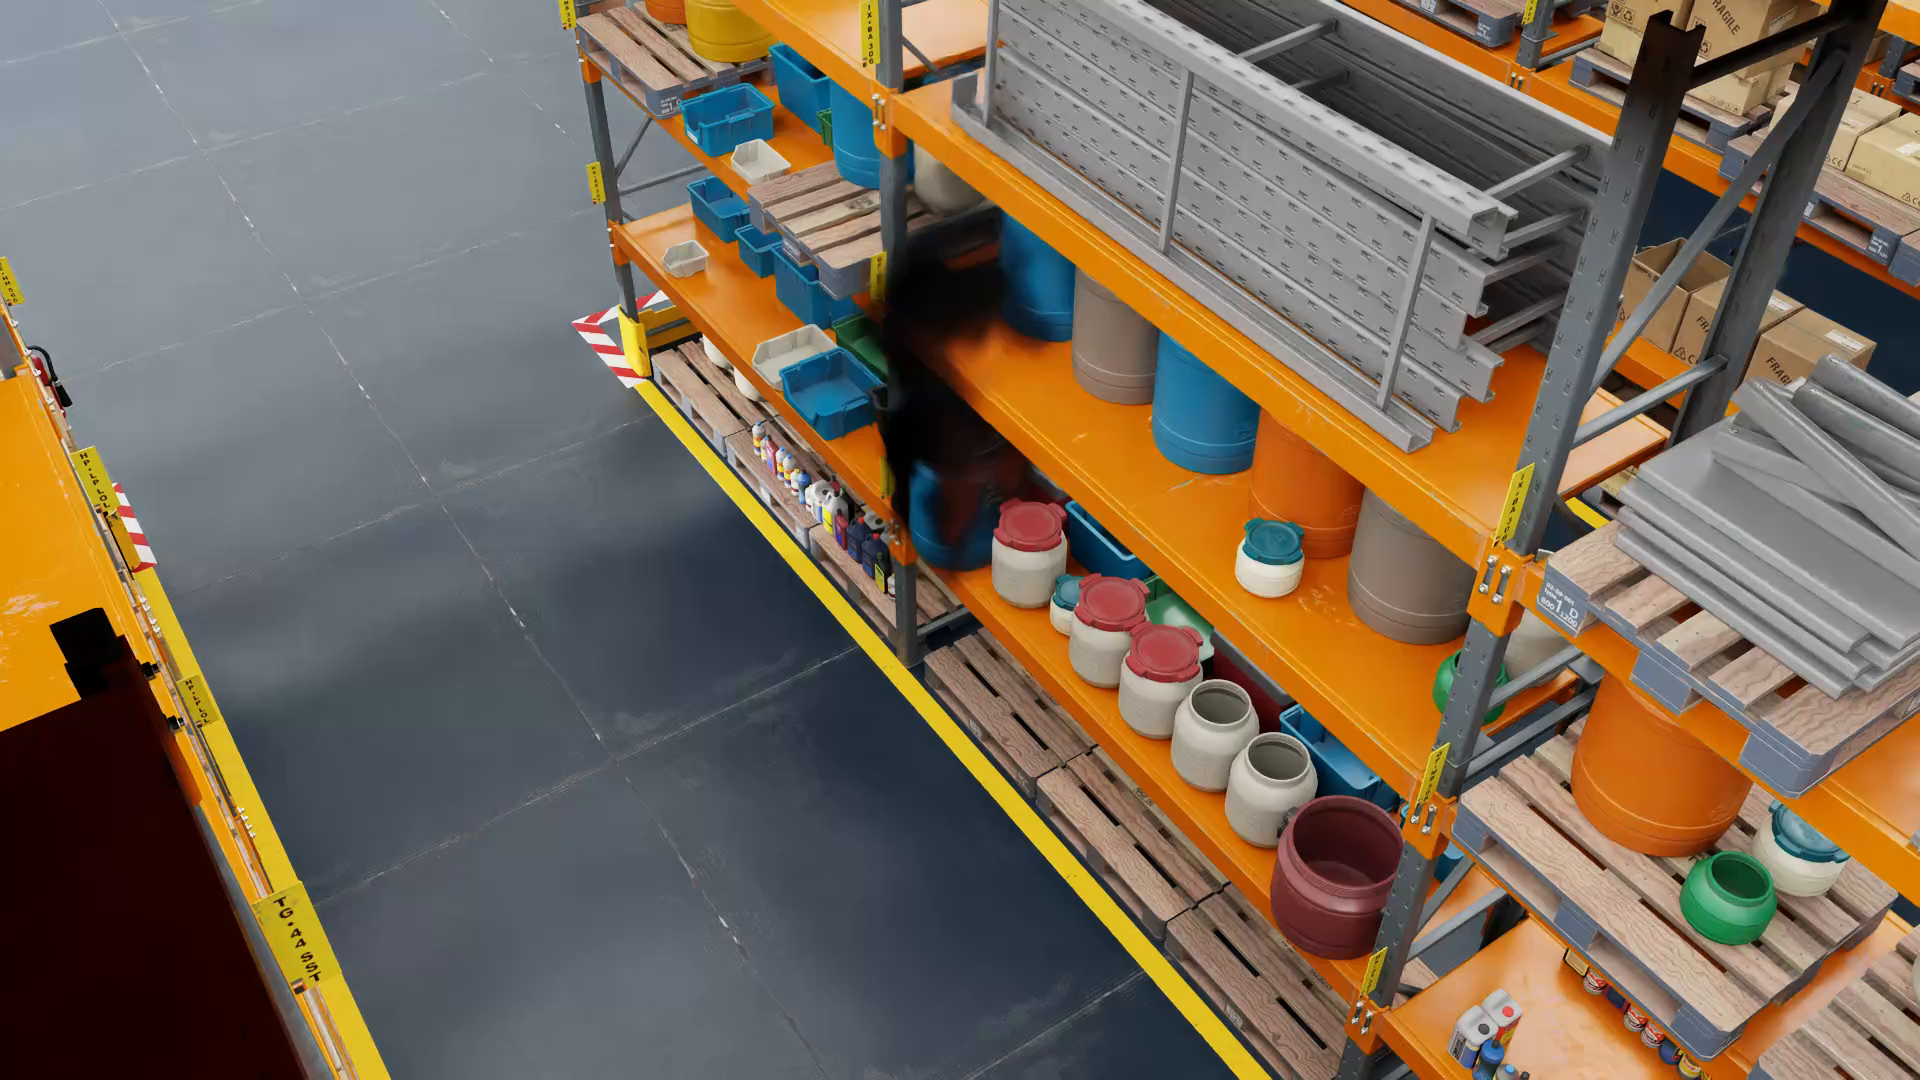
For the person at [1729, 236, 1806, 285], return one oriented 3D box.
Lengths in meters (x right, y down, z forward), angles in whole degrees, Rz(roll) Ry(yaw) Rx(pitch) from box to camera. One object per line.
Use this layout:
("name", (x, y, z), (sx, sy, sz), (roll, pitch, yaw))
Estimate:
("person", (6.222, -2.089, 12.849), (0.574, 1.603, 0.561), (-34, 52, -31))
